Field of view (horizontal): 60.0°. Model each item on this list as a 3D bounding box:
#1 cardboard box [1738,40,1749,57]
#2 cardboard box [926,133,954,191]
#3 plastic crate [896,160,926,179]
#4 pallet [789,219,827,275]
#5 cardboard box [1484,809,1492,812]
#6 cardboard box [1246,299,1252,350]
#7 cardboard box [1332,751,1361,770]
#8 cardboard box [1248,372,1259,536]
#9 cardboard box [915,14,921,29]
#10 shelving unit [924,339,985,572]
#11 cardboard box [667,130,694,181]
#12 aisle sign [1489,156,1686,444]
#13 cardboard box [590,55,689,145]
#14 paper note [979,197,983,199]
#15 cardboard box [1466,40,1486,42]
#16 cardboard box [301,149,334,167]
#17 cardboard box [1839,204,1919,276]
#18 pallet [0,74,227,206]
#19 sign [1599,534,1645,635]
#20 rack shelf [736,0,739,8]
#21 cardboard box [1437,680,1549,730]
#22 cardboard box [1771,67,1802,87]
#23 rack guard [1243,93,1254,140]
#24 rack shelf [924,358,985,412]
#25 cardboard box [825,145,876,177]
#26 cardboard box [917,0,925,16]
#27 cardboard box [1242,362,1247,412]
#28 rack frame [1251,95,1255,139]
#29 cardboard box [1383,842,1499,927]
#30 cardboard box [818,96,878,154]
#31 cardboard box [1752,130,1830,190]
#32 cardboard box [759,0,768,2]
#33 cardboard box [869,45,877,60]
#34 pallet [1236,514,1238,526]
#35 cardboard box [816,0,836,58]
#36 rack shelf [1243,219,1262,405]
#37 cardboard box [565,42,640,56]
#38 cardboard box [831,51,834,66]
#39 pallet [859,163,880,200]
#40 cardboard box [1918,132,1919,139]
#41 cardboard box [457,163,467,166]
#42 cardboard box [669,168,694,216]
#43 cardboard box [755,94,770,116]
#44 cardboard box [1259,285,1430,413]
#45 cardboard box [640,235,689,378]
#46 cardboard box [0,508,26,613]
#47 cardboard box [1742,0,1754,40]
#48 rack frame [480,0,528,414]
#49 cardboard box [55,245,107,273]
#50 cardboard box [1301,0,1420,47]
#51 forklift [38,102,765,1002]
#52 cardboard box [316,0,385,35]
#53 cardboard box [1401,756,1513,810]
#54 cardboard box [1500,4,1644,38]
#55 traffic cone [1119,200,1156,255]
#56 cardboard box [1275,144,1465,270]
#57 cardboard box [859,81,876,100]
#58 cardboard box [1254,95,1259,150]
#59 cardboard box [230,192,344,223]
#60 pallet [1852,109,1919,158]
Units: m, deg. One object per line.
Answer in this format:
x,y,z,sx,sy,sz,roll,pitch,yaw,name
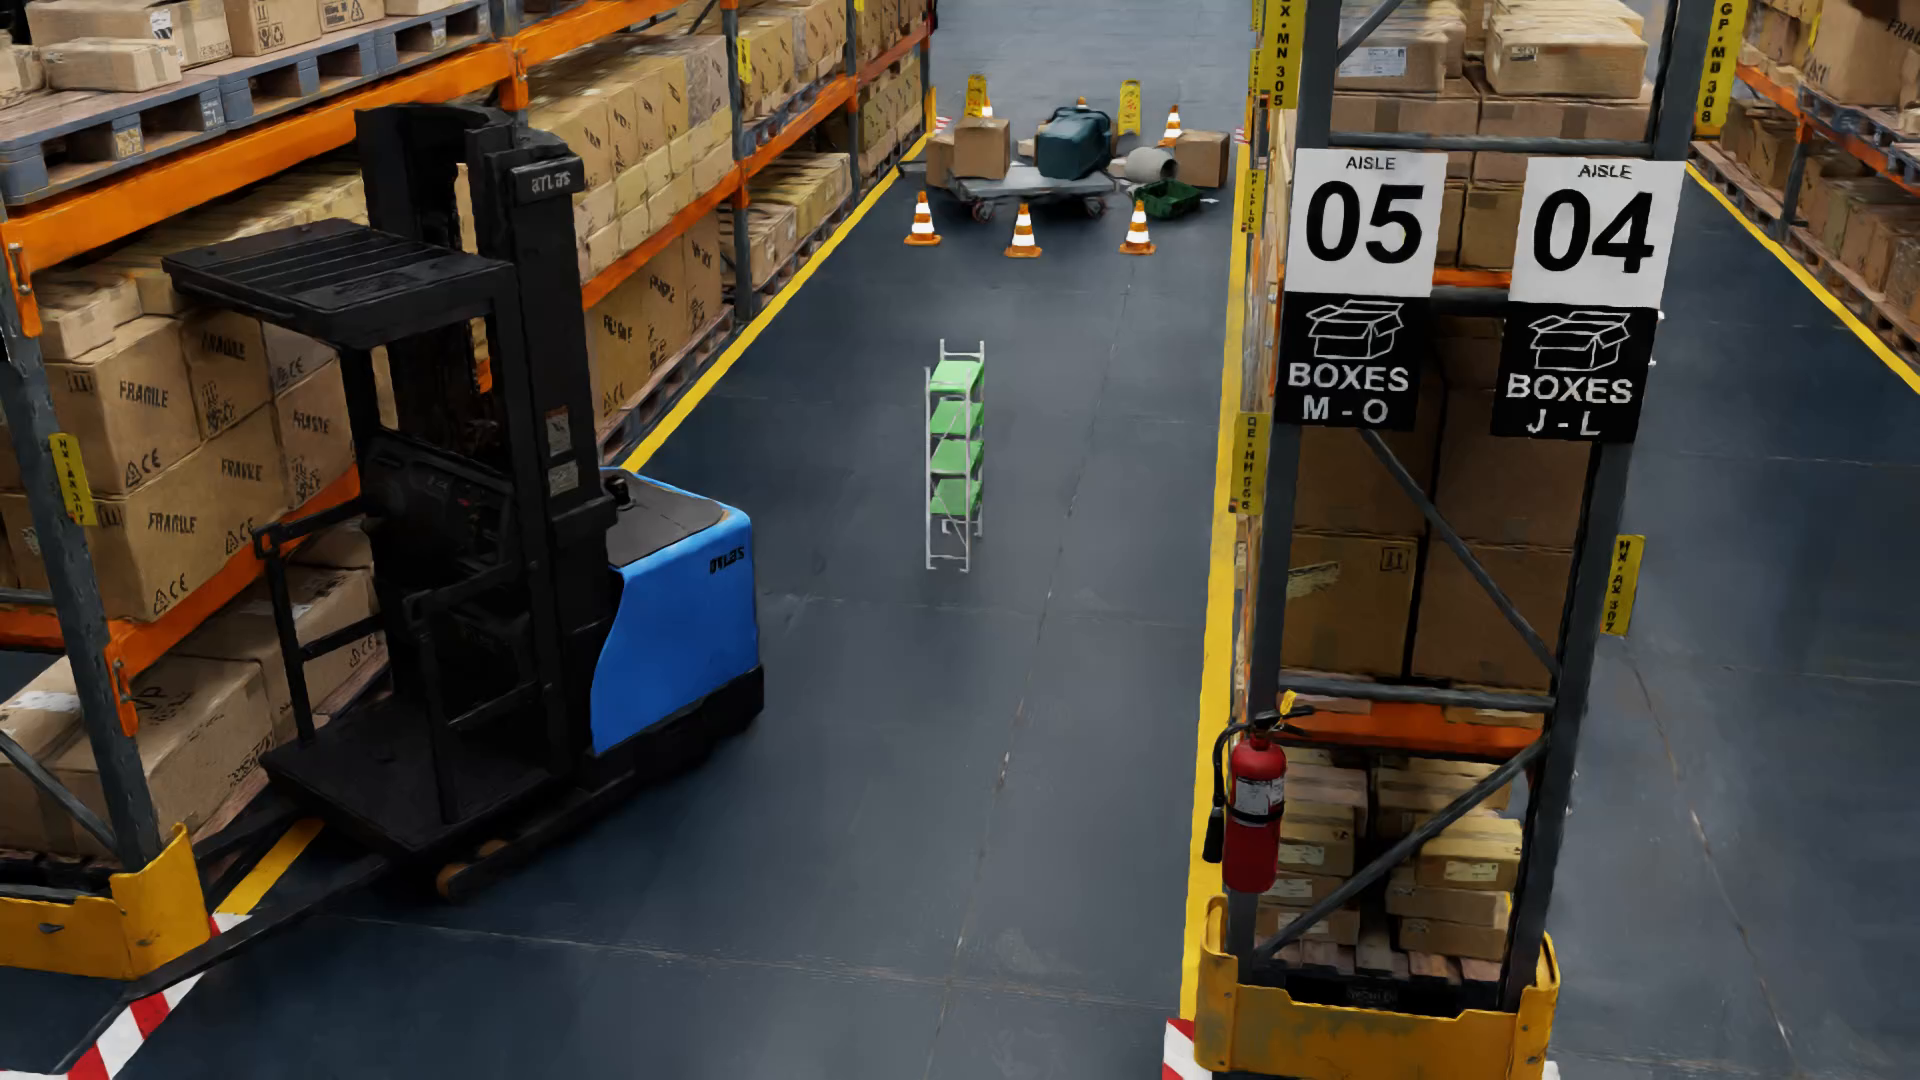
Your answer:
8.432,-5.185,17.586,0.380,0.149,0.250,4,25,9,cardboard box
-0.015,-4.055,17.820,0.500,0.500,0.500,-20,32,-36,cardboard box
-0.467,-4.110,18.435,0.402,0.080,0.583,-5,25,-10,plastic crate
-1.856,-2.732,15.337,1.003,0.211,1.213,4,25,9,pallet
1.953,1.073,6.788,0.380,0.149,0.250,4,25,9,cardboard box
2.102,-1.348,10.661,0.500,0.250,0.500,3,25,6,cardboard box
1.439,0.890,6.826,0.380,0.149,0.250,4,25,8,cardboard box
1.388,-0.326,6.440,0.500,0.500,0.500,4,25,9,cardboard box
-0.661,-6.106,19.554,0.380,0.149,0.250,4,25,8,cardboard box
-0.027,-0.474,9.348,0.258,1.200,0.503,4,25,9,shelving unit
-2.159,-2.667,11.497,0.500,0.250,0.500,3,25,7,cardboard box
1.690,-0.639,4.510,0.394,0.787,0.004,4,25,9,aisle sign
-2.176,-3.000,11.325,0.500,0.500,0.500,4,25,9,cardboard box
0.237,-3.591,17.385,0.148,0.019,0.142,4,25,9,paper note
1.913,-1.624,5.730,0.500,0.250,0.500,4,25,9,cardboard box
-3.275,-1.846,8.093,0.380,0.149,0.250,4,25,8,cardboard box
7.935,-2.525,14.036,0.700,0.500,0.500,2,25,4,cardboard box
-3.383,-1.443,5.860,1.003,0.211,1.213,4,25,9,pallet
1.941,0.133,4.907,0.100,0.325,0.005,4,25,9,sign
-1.860,-5.028,14.265,1.077,0.370,4.000,4,25,9,rack shelf
1.782,0.488,5.465,0.380,0.149,0.250,4,25,8,cardboard box
8.070,-4.459,16.033,0.380,0.149,0.250,4,25,9,cardboard box
4.025,-5.082,20.018,1.175,0.500,0.348,4,25,9,rack guard
-0.027,-0.851,9.171,0.258,0.148,0.480,4,25,9,rack shelf
-1.170,-4.005,17.516,0.500,0.250,0.500,3,25,6,cardboard box
-0.696,-6.439,19.499,0.500,0.500,0.500,4,25,8,cardboard box
2.016,-0.785,10.342,0.500,0.500,0.500,3,25,7,cardboard box
4.021,-6.204,19.467,1.000,3.000,0.127,4,25,9,rack frame
1.745,1.252,6.053,0.380,0.149,0.250,5,26,11,cardboard box
-1.170,-4.345,17.357,0.500,0.500,0.500,5,26,11,cardboard box
8.459,-3.873,16.940,0.500,0.500,0.500,2,25,4,cardboard box
-1.974,-4.817,15.538,0.500,0.500,0.500,4,25,9,cardboard box
-1.087,-5.151,17.513,0.380,0.149,0.250,5,26,10,cardboard box
2.186,-0.248,10.031,1.003,0.211,1.213,4,25,9,pallet
-1.462,-4.786,15.472,0.500,0.500,0.500,4,25,9,cardboard box
2.387,-1.696,10.684,1.077,0.370,4.000,4,25,9,rack shelf
-2.580,-3.260,11.879,0.500,0.500,0.500,4,25,9,cardboard box
-1.405,-4.565,15.765,0.380,0.149,0.250,3,25,7,cardboard box
-1.458,-3.852,17.731,1.003,0.211,1.213,4,25,9,pallet
7.632,-3.177,12.386,0.700,0.500,0.500,8,26,16,cardboard box
-2.645,-1.768,8.691,0.500,0.500,0.500,4,25,8,cardboard box
-2.179,-2.437,11.596,0.500,0.250,0.500,4,25,8,cardboard box
-1.780,-3.586,13.673,0.380,0.149,0.250,2,25,5,cardboard box
1.318,-0.566,5.773,0.500,0.500,0.500,3,25,7,cardboard box
-2.531,-1.731,11.921,0.875,0.875,0.875,4,25,9,cardboard box
-3.676,-0.079,6.262,0.500,0.500,0.500,4,25,9,cardboard box
8.817,-5.553,17.606,0.875,0.500,0.500,4,25,9,cardboard box
-2.840,-1.486,9.387,1.000,3.000,0.127,4,25,9,rack frame
-3.574,-1.093,6.485,0.380,0.149,0.250,5,25,10,cardboard box
1.285,-1.691,5.404,0.380,0.149,0.250,4,25,9,cardboard box
-2.227,-0.112,6.532,1.130,2.935,3.031,18,31,34,forklift
-3.029,-2.561,7.409,0.797,0.503,0.637,6,26,13,cardboard box
1.921,0.903,6.448,0.380,0.149,0.250,4,25,8,cardboard box
1.859,-1.544,5.088,0.380,0.149,0.250,4,25,8,cardboard box
1.658,-2.926,15.456,0.336,0.463,0.334,4,25,9,traffic cone
1.219,-1.012,5.012,0.500,0.250,0.500,3,25,7,cardboard box
-1.090,-4.687,17.322,0.380,0.149,0.250,4,25,9,cardboard box
2.605,-3.319,13.185,0.500,0.500,0.500,4,25,9,cardboard box
-2.868,-1.380,7.098,0.380,0.149,0.250,3,25,7,cardboard box
7.873,-3.216,13.309,1.003,0.211,1.213,4,25,9,pallet
